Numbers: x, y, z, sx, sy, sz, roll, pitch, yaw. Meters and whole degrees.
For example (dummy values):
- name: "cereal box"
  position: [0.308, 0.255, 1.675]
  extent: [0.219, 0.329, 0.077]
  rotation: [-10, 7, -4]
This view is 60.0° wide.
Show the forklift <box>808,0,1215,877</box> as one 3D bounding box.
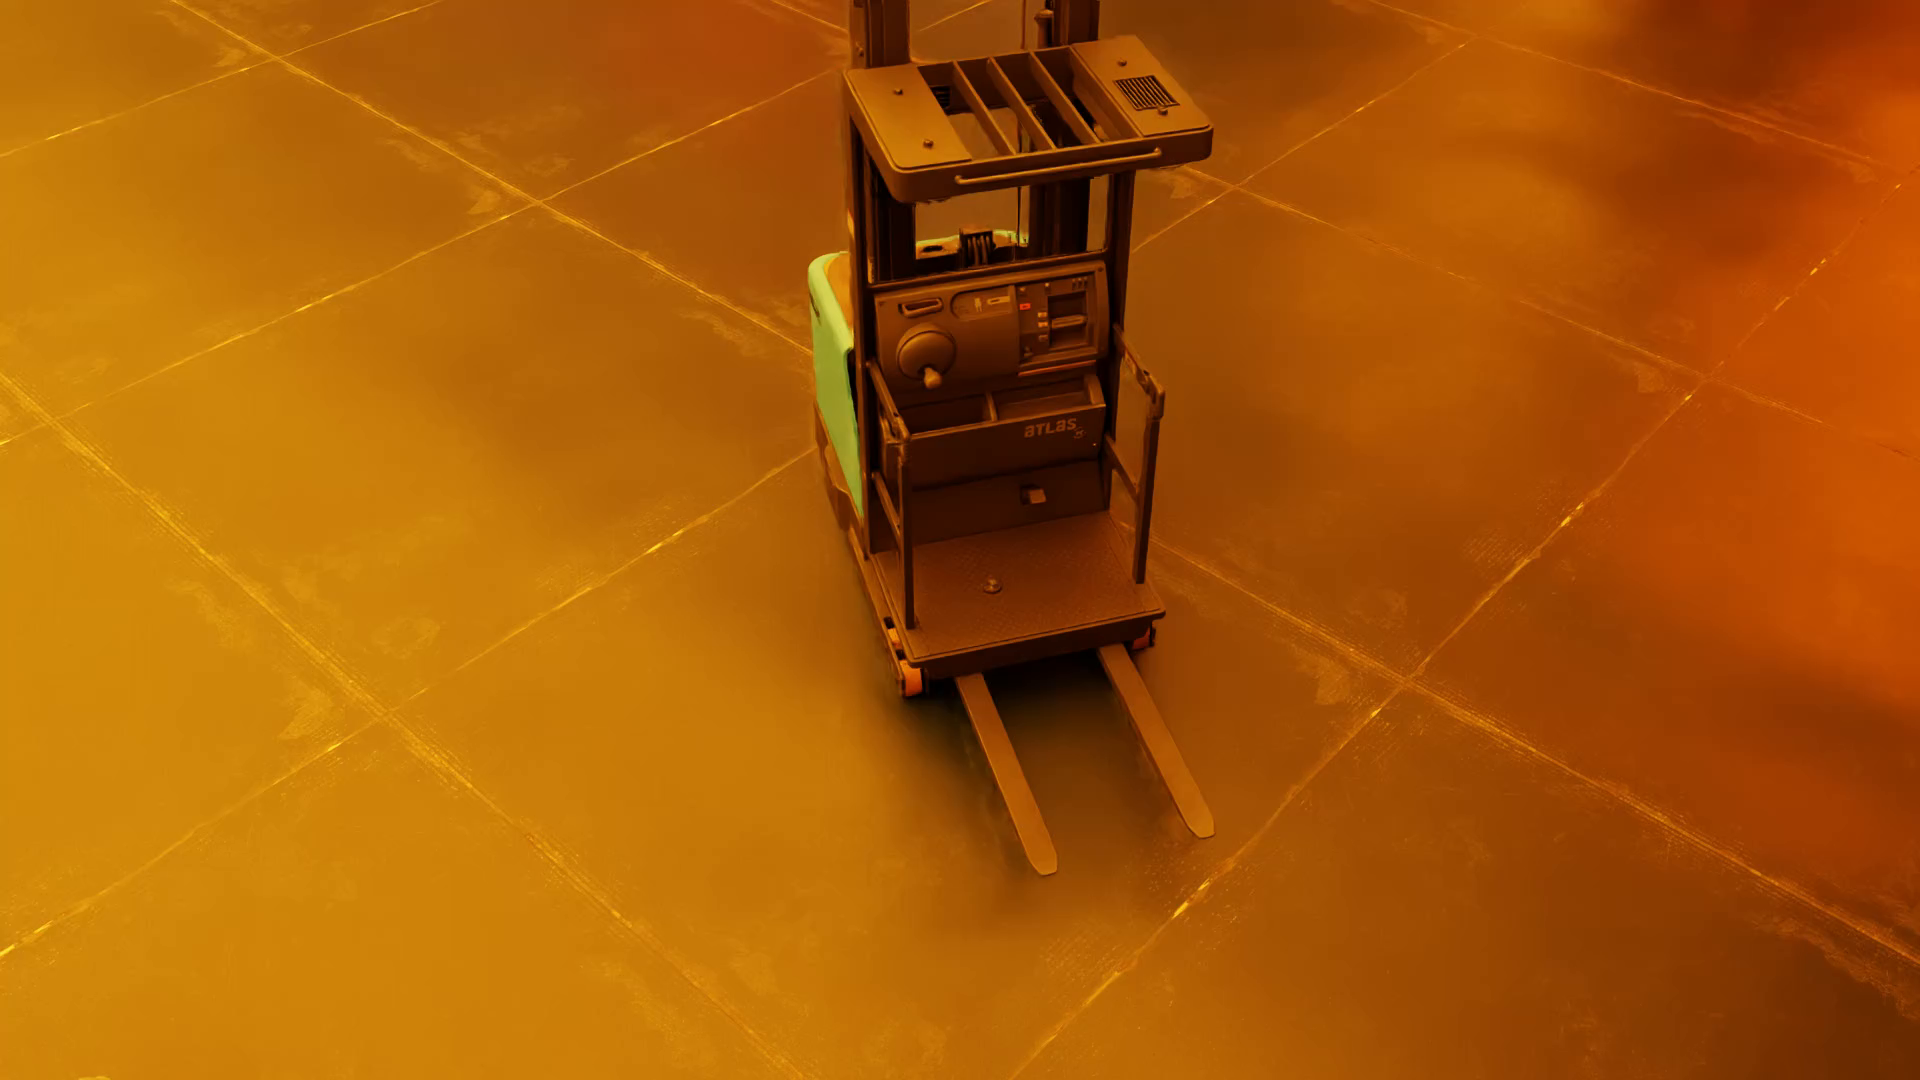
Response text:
- name: "forklift"
  position: [0.193, -0.750, 6.303]
  extent: [1.130, 2.935, 3.031]
  rotation: [-11, 42, -12]
